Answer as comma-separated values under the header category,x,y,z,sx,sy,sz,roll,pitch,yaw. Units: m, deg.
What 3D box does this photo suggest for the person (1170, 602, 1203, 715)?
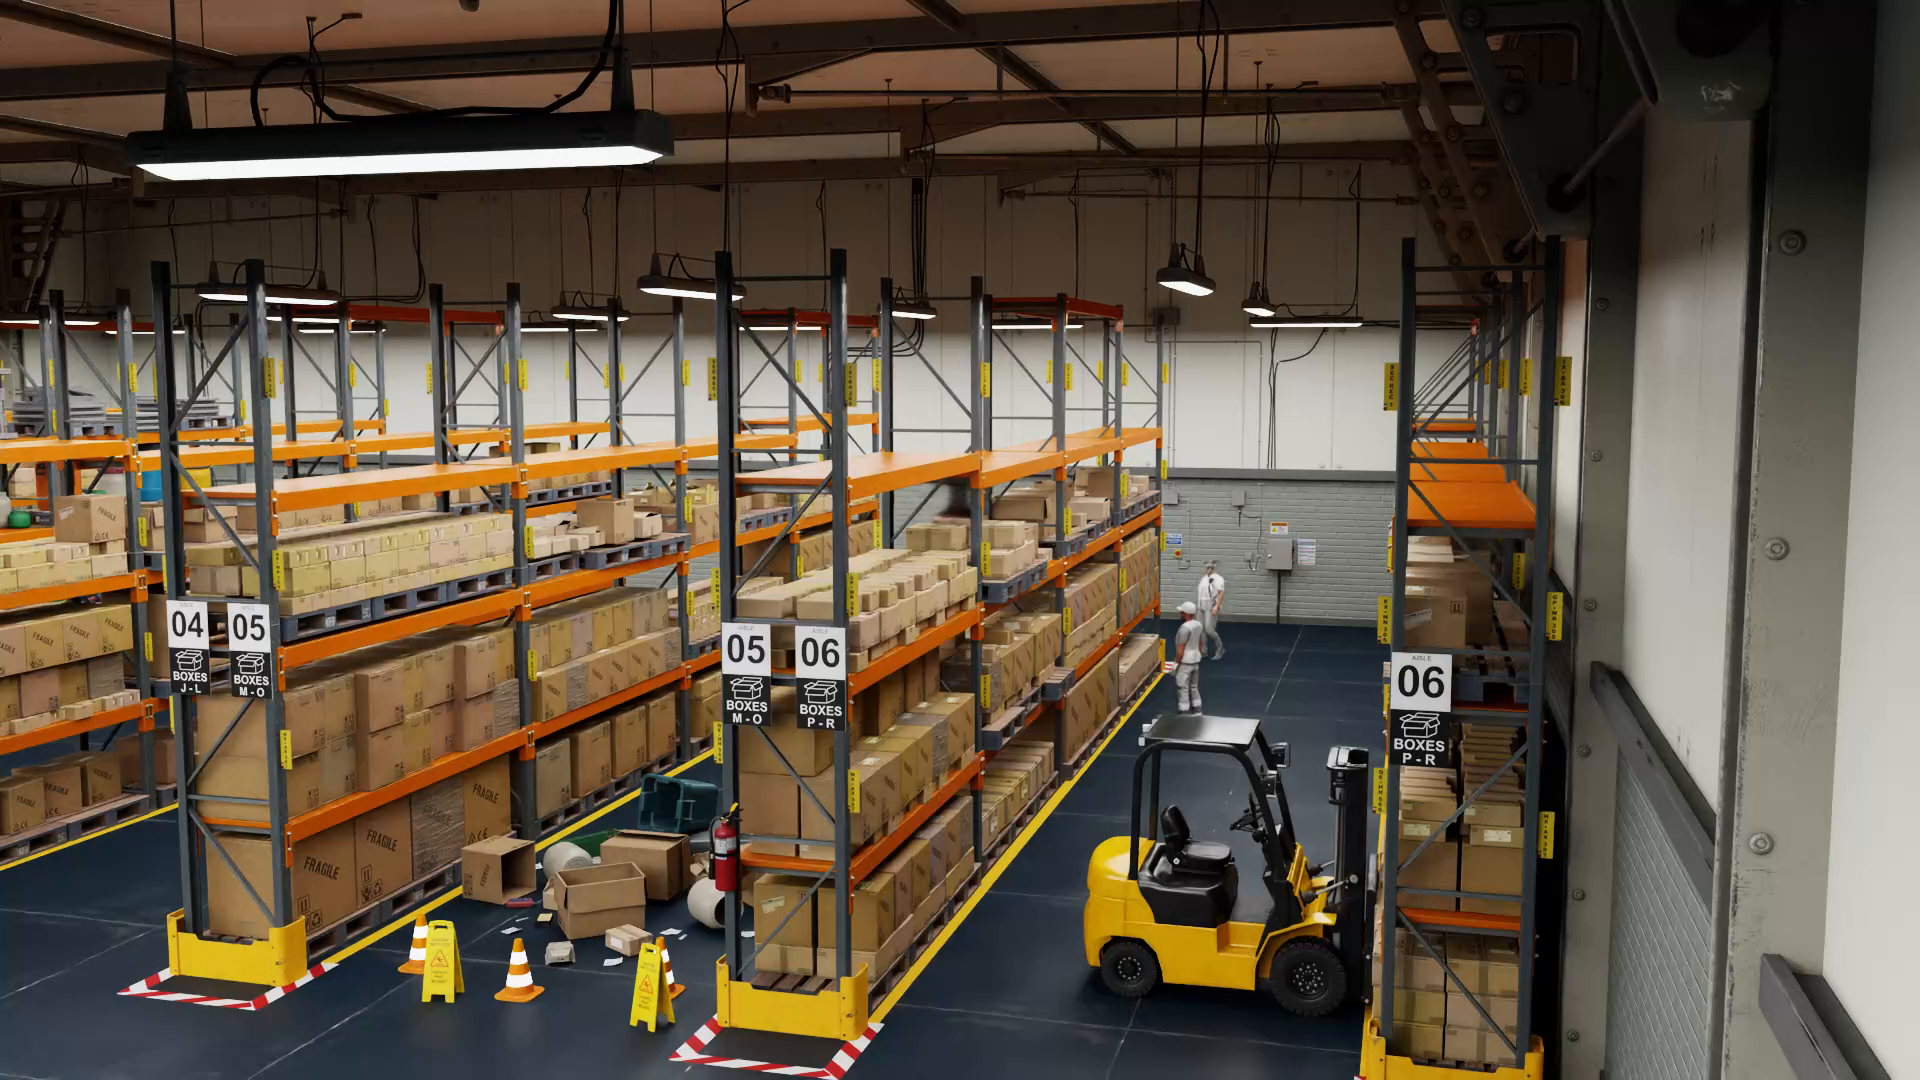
category,x,y,z,sx,sy,sz,roll,pitch,yaw
person,3.231,1.770,23.725,0.385,1.811,0.612,5,8,38

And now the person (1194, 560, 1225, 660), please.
category,x,y,z,sx,sy,sz,roll,pitch,yaw
person,4.359,1.236,29.260,0.502,1.775,0.636,-3,7,-28
